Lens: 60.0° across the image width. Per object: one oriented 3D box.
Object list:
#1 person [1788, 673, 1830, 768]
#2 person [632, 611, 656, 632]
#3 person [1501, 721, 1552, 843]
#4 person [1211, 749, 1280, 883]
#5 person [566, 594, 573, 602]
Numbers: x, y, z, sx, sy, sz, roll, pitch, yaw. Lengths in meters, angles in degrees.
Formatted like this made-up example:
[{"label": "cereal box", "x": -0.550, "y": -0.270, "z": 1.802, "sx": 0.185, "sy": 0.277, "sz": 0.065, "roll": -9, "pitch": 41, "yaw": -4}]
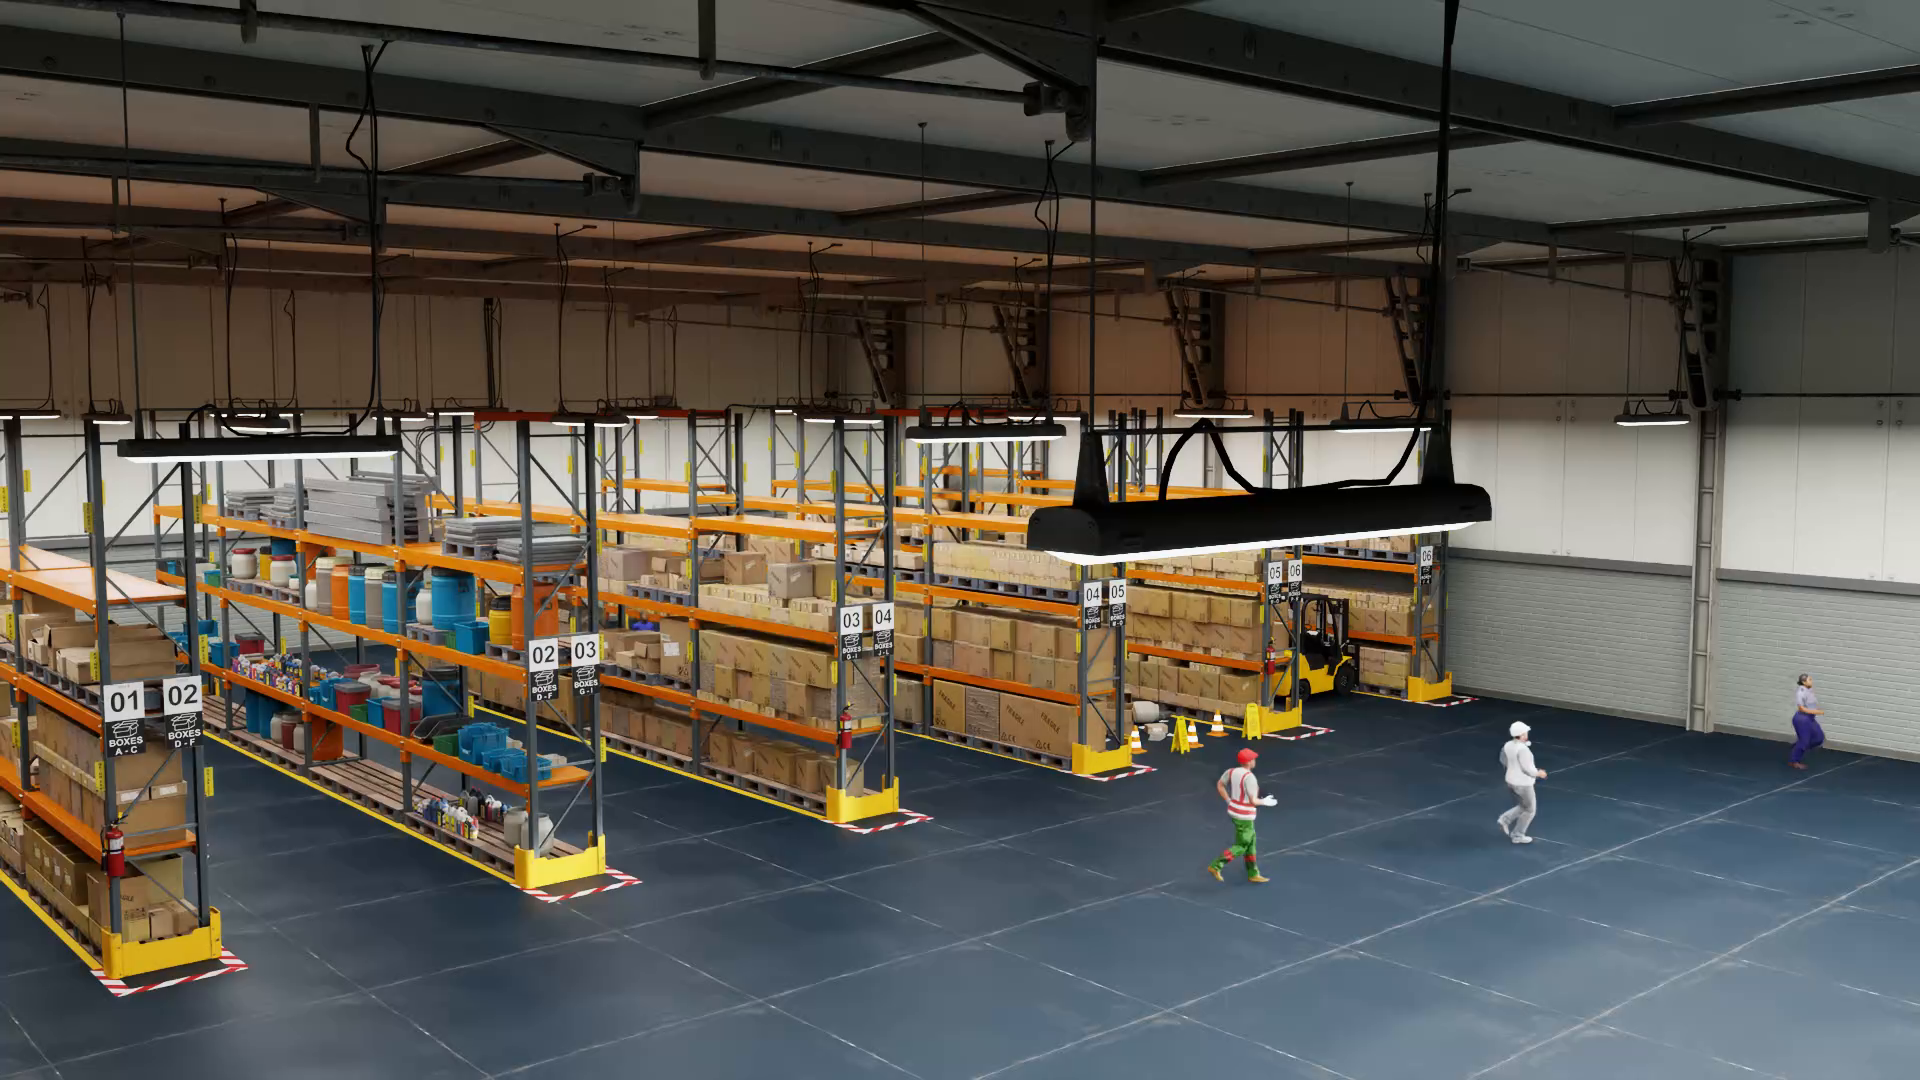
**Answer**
[{"label": "person", "x": 14.361, "y": 3.051, "z": 28.082, "sx": 0.615, "sy": 1.610, "sz": 0.587, "roll": 4, "pitch": 7, "yaw": 41}, {"label": "person", "x": -6.815, "y": 2.348, "z": 35.972, "sx": 0.586, "sy": 1.629, "sz": 0.892, "roll": -4, "pitch": 7, "yaw": -41}, {"label": "person", "x": 7.998, "y": 3.403, "z": 23.452, "sx": 0.586, "sy": 1.725, "sz": 0.651, "roll": -1, "pitch": 5, "yaw": -8}, {"label": "person", "x": 3.610, "y": 3.573, "z": 21.367, "sx": 0.915, "sy": 1.777, "sz": 0.641, "roll": -2, "pitch": 5, "yaw": -19}, {"label": "person", "x": -9.022, "y": 2.067, "z": 38.361, "sx": 0.692, "sy": 1.769, "sz": 0.926, "roll": -2, "pitch": 5, "yaw": -24}]
